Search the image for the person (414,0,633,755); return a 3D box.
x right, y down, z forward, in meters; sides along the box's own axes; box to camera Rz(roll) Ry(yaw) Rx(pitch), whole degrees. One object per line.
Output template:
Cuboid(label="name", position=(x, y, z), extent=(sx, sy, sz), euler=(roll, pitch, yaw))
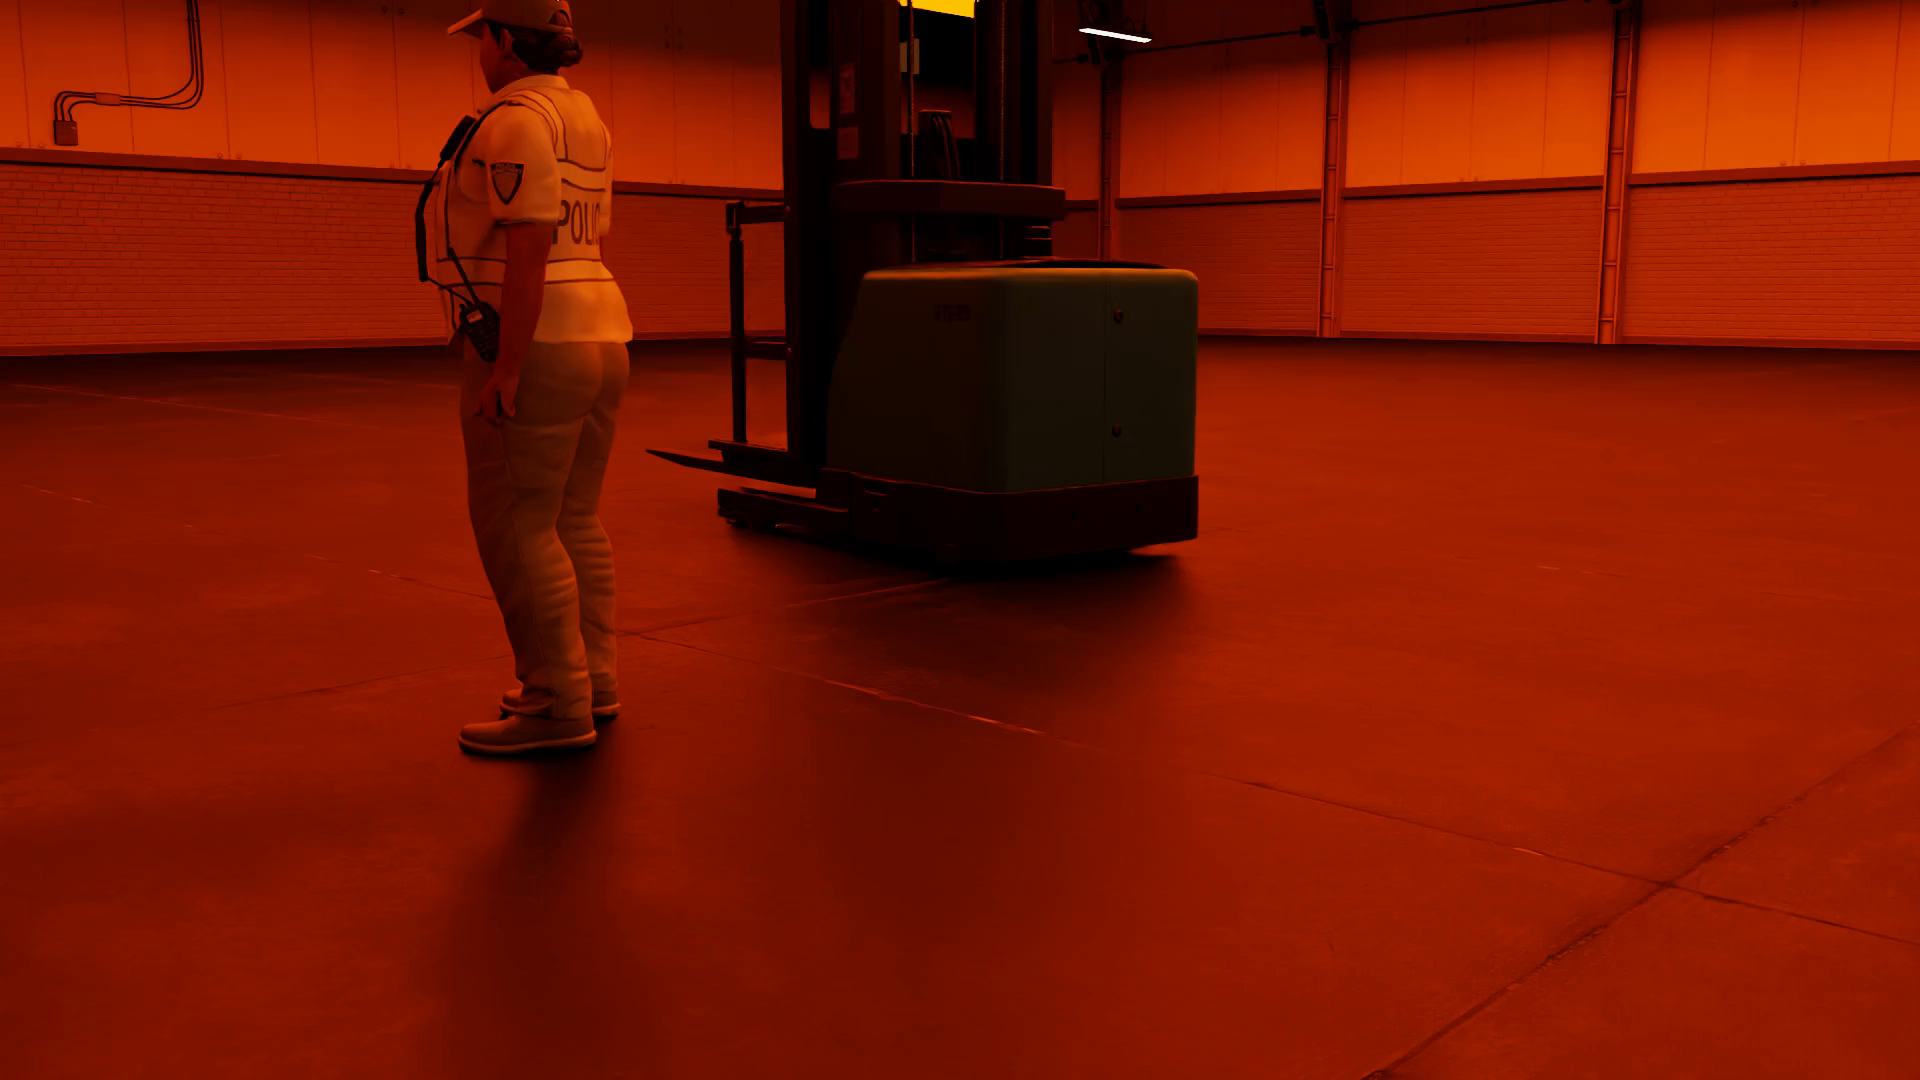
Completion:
Cuboid(label="person", position=(-0.932, -0.380, 3.670), extent=(0.389, 1.668, 0.507), euler=(1, 9, 8))

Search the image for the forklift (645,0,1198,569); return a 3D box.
Cuboid(label="forklift", position=(-0.380, -1.522, 6.982), extent=(1.130, 2.935, 3.031), euler=(-6, 11, -36))
